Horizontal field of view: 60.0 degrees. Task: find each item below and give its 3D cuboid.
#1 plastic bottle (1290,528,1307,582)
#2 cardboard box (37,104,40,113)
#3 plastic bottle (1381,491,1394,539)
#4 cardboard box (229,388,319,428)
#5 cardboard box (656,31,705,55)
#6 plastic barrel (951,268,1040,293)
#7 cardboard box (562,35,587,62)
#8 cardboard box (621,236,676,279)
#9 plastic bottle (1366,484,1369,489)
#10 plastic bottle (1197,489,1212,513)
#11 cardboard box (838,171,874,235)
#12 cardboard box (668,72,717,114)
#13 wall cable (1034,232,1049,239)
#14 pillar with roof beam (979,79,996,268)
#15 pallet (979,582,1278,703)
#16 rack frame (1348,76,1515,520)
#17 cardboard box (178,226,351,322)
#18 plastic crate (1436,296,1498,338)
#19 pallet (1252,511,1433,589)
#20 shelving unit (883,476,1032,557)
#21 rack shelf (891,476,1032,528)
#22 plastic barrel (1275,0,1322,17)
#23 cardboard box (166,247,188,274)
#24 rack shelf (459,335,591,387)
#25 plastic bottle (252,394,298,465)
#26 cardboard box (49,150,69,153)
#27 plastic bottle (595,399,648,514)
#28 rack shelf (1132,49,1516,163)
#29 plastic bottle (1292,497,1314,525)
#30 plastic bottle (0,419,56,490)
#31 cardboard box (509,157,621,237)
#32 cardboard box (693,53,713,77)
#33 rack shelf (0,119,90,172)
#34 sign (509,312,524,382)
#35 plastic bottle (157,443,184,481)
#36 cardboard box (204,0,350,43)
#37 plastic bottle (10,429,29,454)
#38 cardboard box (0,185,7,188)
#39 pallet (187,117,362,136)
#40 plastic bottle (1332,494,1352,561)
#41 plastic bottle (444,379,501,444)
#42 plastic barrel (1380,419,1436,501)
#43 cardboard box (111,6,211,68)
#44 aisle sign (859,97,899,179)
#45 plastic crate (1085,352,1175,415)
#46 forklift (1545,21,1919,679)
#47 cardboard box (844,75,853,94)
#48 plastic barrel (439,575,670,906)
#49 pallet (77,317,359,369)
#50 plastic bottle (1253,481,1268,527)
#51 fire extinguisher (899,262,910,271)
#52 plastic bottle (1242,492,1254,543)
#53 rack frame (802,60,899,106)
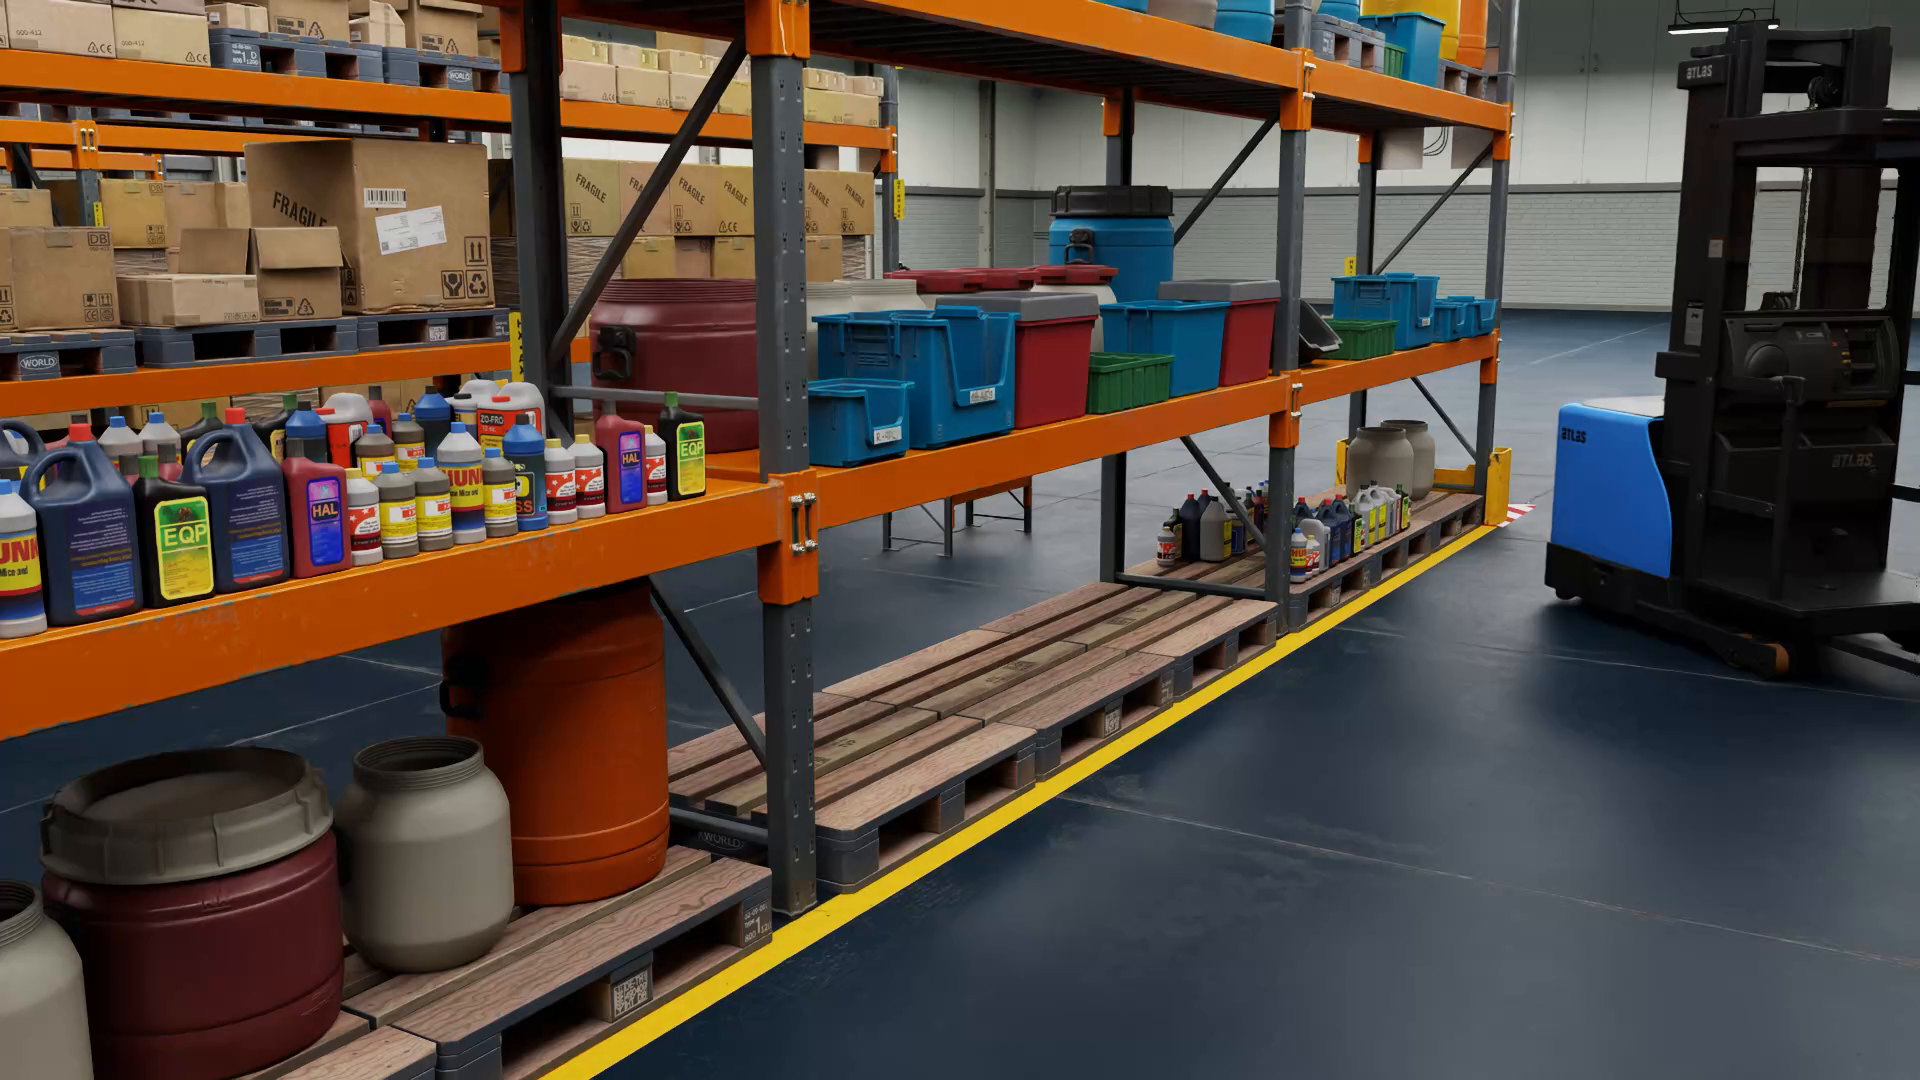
[{"bbox_3d":[1.730,0.075,8.536,0.097,0.271,0.097,0,11,0],"label":"plastic bottle"},{"bbox_3d":[-9.952,-4.601,17.656,0.380,0.149,0.250,6,12,31],"label":"cardboard box"},{"bbox_3d":[2.461,-0.159,9.771,0.152,0.276,0.135,6,12,29],"label":"plastic bottle"},{"bbox_3d":[-6.379,-1.401,14.834,0.875,0.875,0.875,6,12,31],"label":"cardboard box"},{"bbox_3d":[-1.968,-3.852,12.701,0.500,0.500,0.500,6,12,30],"label":"cardboard box"},{"bbox_3d":[0.125,-0.864,6.961,0.433,0.535,0.433,0,11,0],"label":"plastic barrel"},{"bbox_3d":[-2.611,-3.133,10.626,0.380,0.149,0.250,6,12,29],"label":"cardboard box"},{"bbox_3d":[-2.467,-1.850,11.521,0.875,0.500,0.500,6,12,31],"label":"cardboard box"},{"bbox_3d":[2.442,-0.194,9.941,0.061,0.283,0.133,6,12,31],"label":"plastic bottle"},{"bbox_3d":[1.378,-0.115,9.334,0.144,0.351,0.185,6,12,28],"label":"plastic bottle"},{"bbox_3d":[-1.041,-2.721,13.452,0.500,0.500,0.500,6,12,31],"label":"cardboard box"},{"bbox_3d":[-2.053,-3.123,11.653,0.500,0.250,0.500,6,12,28],"label":"cardboard box"},{"bbox_3d":[3.423,-10.019,48.367,3.097,2.526,0.112,6,12,31],"label":"wall cable"},{"bbox_3d":[4.442,-10.797,44.084,9.100,9.000,0.548,6,12,31],"label":"pillar with roof beam"},{"bbox_3d":[0.815,0.456,7.858,1.003,0.211,1.213,6,12,31],"label":"pallet"},{"bbox_3d":[3.267,-1.671,11.641,1.000,3.000,0.127,6,12,31],"label":"rack frame"},{"bbox_3d":[-3.864,-1.491,9.257,0.797,0.503,0.637,8,13,36],"label":"cardboard box"},{"bbox_3d":[3.262,-1.490,11.082,0.499,0.251,0.616,6,12,31],"label":"plastic crate"},{"bbox_3d":[2.207,0.035,10.110,1.003,0.211,1.213,6,12,31],"label":"pallet"},{"bbox_3d":[-0.004,-0.552,10.759,0.538,1.125,1.048,6,12,31],"label":"shelving unit"},{"bbox_3d":[-0.004,-0.311,10.804,0.538,0.278,1.000,6,12,31],"label":"rack shelf"},{"bbox_3d":[1.581,-2.826,8.218,0.421,0.512,0.421,0,11,0],"label":"plastic barrel"},{"bbox_3d":[-6.782,-2.226,14.201,0.875,0.550,0.550,6,12,31],"label":"cardboard box"},{"bbox_3d":[-2.005,-1.476,12.555,1.077,0.370,4.000,6,12,31],"label":"rack shelf"},{"bbox_3d":[-1.737,-0.229,4.255,0.061,0.283,0.133,6,12,31],"label":"plastic bottle"},{"bbox_3d":[-9.839,-4.244,17.920,0.380,0.149,0.250,6,12,31],"label":"cardboard box"},{"bbox_3d":[-0.852,-0.215,4.180,0.061,0.283,0.133,6,12,31],"label":"plastic bottle"},{"bbox_3d":[2.228,-2.477,9.752,1.077,0.370,4.000,6,12,31],"label":"rack shelf"},{"bbox_3d":[1.840,-0.057,9.024,0.144,0.351,0.185,6,12,31],"label":"plastic bottle"},{"bbox_3d":[-1.994,-0.115,3.465,0.144,0.351,0.185,6,12,31],"label":"plastic bottle"},{"bbox_3d":[-2.592,-2.248,10.928,0.500,0.500,0.500,6,12,31],"label":"cardboard box"},{"bbox_3d":[-1.966,-3.342,11.740,0.380,0.149,0.250,6,12,30],"label":"cardboard box"},{"bbox_3d":[-8.268,-2.811,11.535,1.077,0.370,4.000,6,12,31],"label":"rack shelf"},{"bbox_3d":[-1.361,-0.544,5.181,0.100,0.325,0.005,6,12,31],"label":"sign"},{"bbox_3d":[-1.545,-0.056,3.332,0.061,0.283,0.133,6,12,31],"label":"plastic bottle"},{"bbox_3d":[-3.860,-3.034,9.348,0.797,0.503,0.637,7,13,33],"label":"cardboard box"},{"bbox_3d":[-2.071,-0.115,3.681,0.097,0.271,0.097,0,11,0],"label":"plastic bottle"},{"bbox_3d":[-10.339,-3.442,17.307,0.700,0.500,0.500,6,12,30],"label":"cardboard box"},{"bbox_3d":[-6.162,-3.754,14.860,1.003,0.211,1.213,6,12,31],"label":"pallet"},{"bbox_3d":[2.062,-0.073,9.109,0.144,0.351,0.185,6,12,28],"label":"plastic bottle"},{"bbox_3d":[-1.388,-0.314,4.734,0.152,0.276,0.135,6,12,31],"label":"plastic bottle"},{"bbox_3d":[2.990,-0.544,11.240,0.421,0.512,0.421,0,11,0],"label":"plastic barrel"},{"bbox_3d":[-4.133,-2.498,8.319,0.500,0.250,0.500,7,13,32],"label":"cardboard box"},{"bbox_3d":[-0.678,-3.403,13.829,0.394,0.787,0.004,6,12,31],"label":"aisle sign"},{"bbox_3d":[0.527,-0.637,6.694,0.450,0.188,0.662,6,12,31],"label":"plastic crate"},{"bbox_3d":[4.081,-0.889,7.654,1.130,2.935,3.031,-3,11,-14],"label":"forklift"},{"bbox_3d":[-1.079,-3.637,13.319,0.380,0.149,0.250,6,12,29],"label":"cardboard box"},{"bbox_3d":[-1.126,0.526,4.662,0.600,0.830,0.708,6,12,31],"label":"plastic barrel"},{"bbox_3d":[-4.127,-1.107,9.150,1.003,0.211,1.213,6,12,31],"label":"pallet"},{"bbox_3d":[1.829,-0.221,10.116,0.097,0.271,0.097,0,11,0],"label":"plastic bottle"},{"bbox_3d":[-0.513,-2.080,14.037,0.296,0.674,0.183,6,12,31],"label":"fire extinguisher"},{"bbox_3d":[1.646,-0.127,9.581,0.061,0.283,0.133,6,12,31],"label":"plastic bottle"},{"bbox_3d":[-0.967,-5.093,13.617,1.000,3.000,0.127,6,12,31],"label":"rack frame"}]
